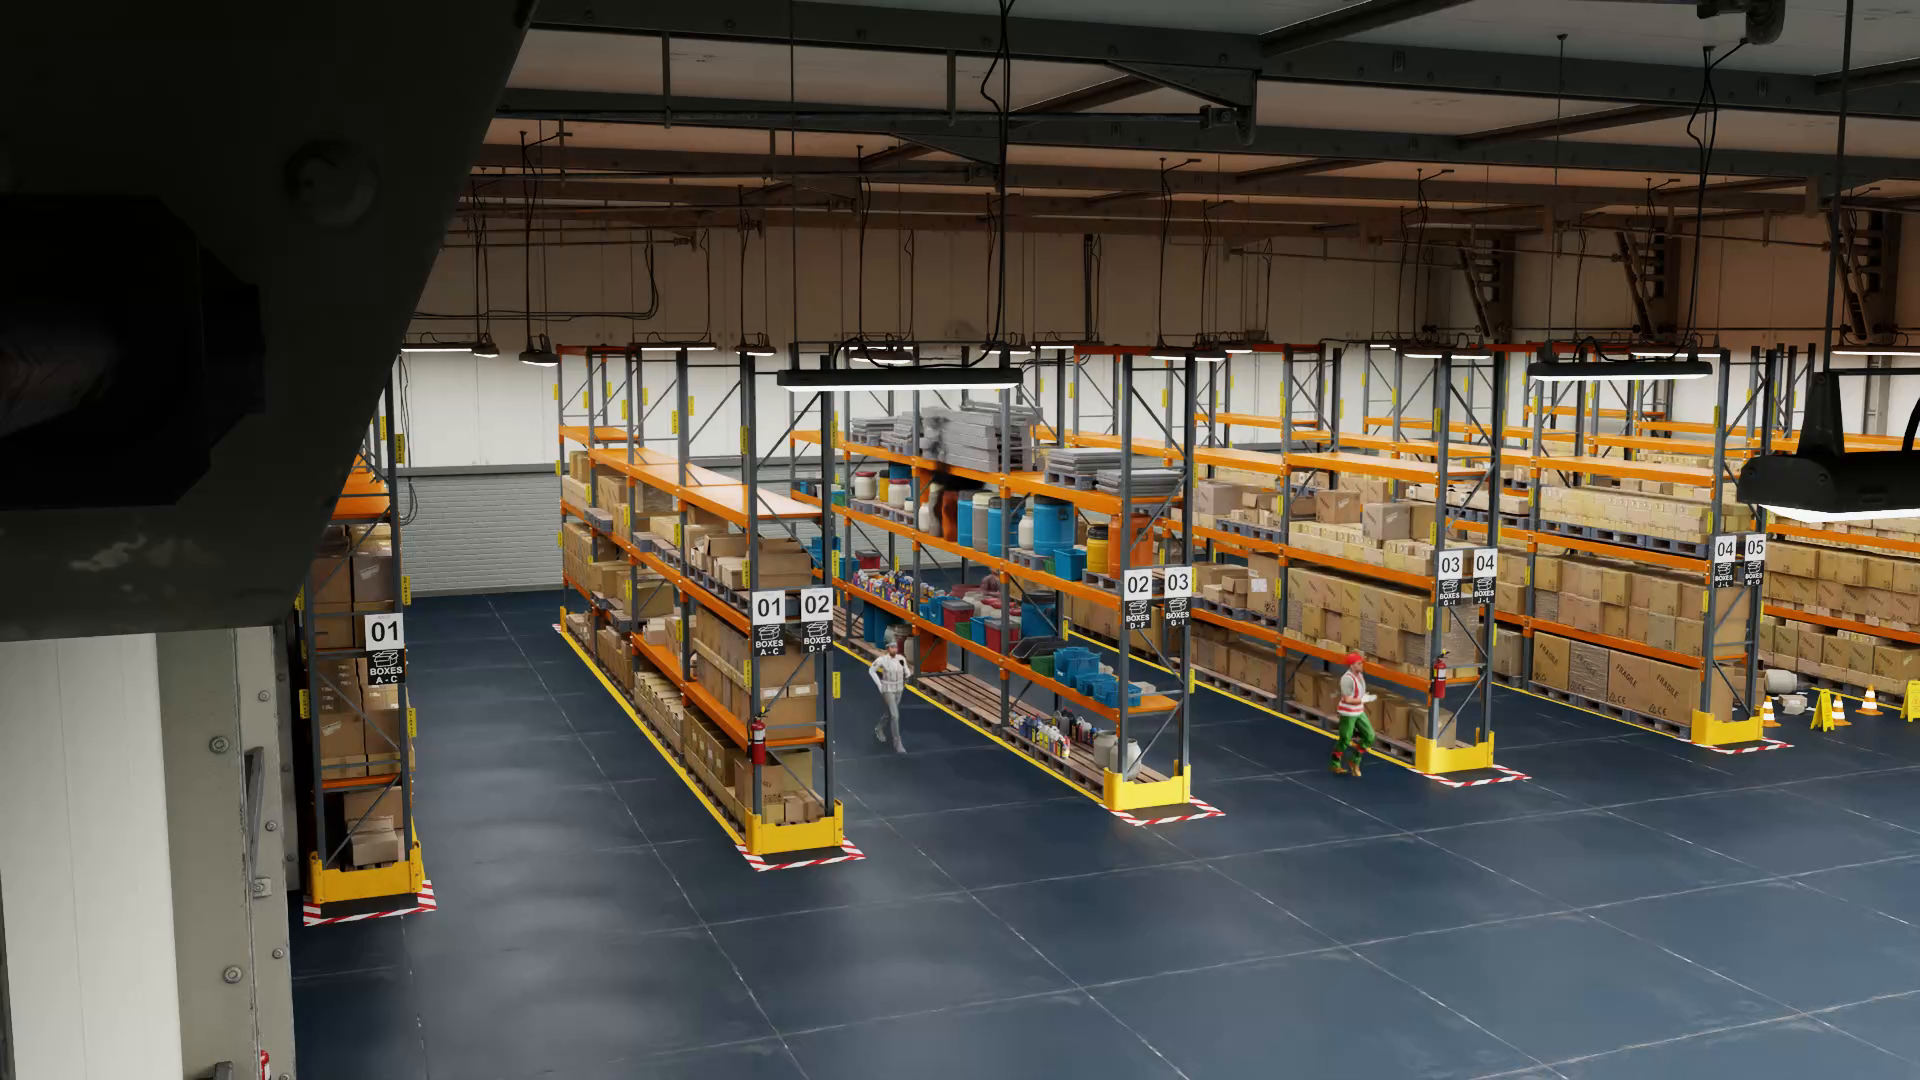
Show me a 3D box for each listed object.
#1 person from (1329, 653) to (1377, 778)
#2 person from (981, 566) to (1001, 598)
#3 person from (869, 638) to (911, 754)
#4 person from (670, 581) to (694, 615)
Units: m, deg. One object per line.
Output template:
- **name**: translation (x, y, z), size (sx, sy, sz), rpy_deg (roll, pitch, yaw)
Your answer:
- **person**: translation (5.561, 2.483, 23.440), size (0.725, 1.820, 0.663), rpy_deg (7, 10, 43)
- **person**: translation (0.680, 1.344, 32.409), size (0.708, 1.856, 0.840), rpy_deg (-4, 8, -29)
- **person**: translation (-1.014, 2.309, 25.123), size (0.592, 1.730, 0.827), rpy_deg (-5, 9, -36)
- **person**: translation (-5.799, 1.052, 35.049), size (0.613, 1.706, 0.886), rpy_deg (-5, 9, -33)
